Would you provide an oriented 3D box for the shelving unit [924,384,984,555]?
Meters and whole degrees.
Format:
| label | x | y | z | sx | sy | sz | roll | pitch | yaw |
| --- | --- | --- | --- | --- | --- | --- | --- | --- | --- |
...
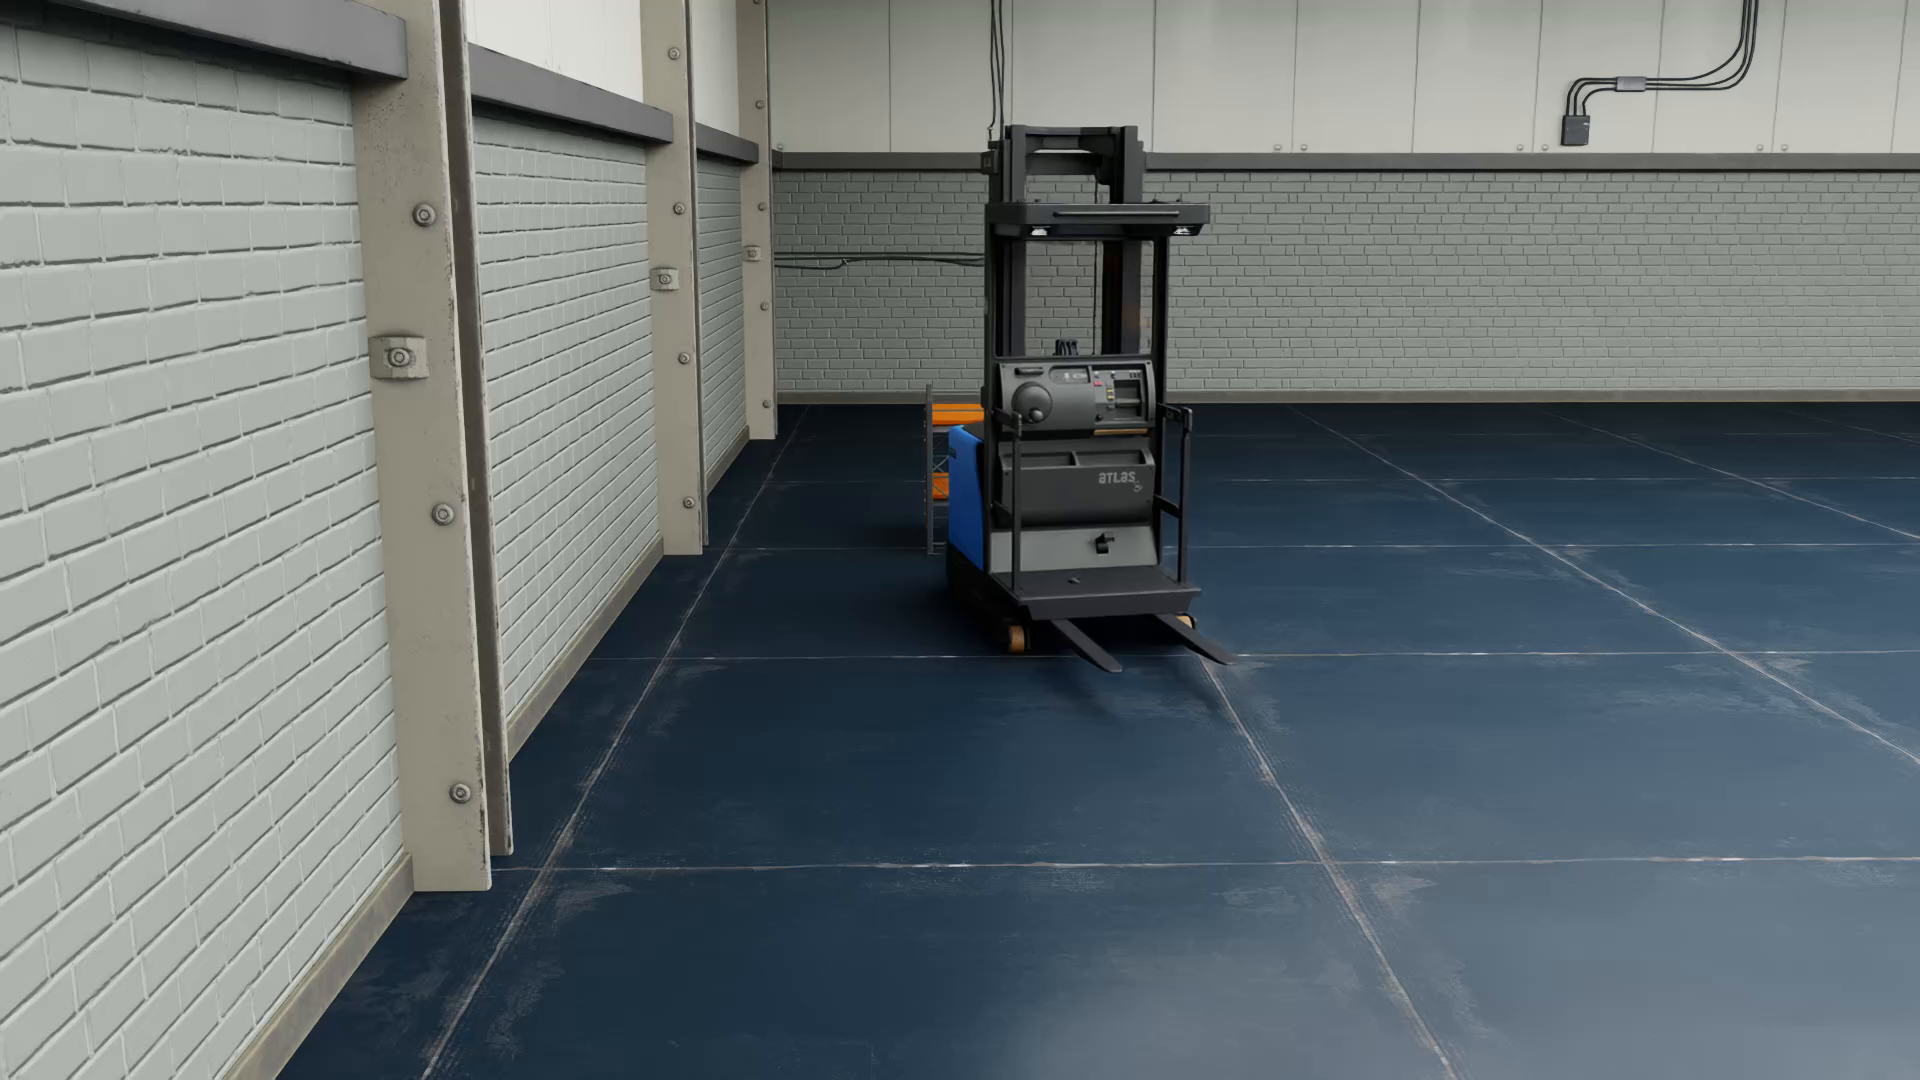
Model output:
| label | x | y | z | sx | sy | sz | roll | pitch | yaw |
| --- | --- | --- | --- | --- | --- | --- | --- | --- | --- |
| shelving unit | 0.000 | -0.550 | 12.441 | 0.538 | 1.125 | 1.048 | 0 | 11 | -1 |

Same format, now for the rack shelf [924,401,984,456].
| label | x | y | z | sx | sy | sz | roll | pitch | yaw |
| --- | --- | --- | --- | --- | --- | --- | --- | --- | --- |
| rack shelf | 0.000 | -0.837 | 12.382 | 0.538 | 0.278 | 1.000 | 0 | 11 | -1 |

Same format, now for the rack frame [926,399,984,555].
| label | x | y | z | sx | sy | sz | roll | pitch | yaw |
| --- | --- | --- | --- | --- | --- | --- | --- | --- | --- |
| rack frame | 0.011 | -0.449 | 11.943 | 0.500 | 1.125 | 0.032 | 0 | 11 | -1 |

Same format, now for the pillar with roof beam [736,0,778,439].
| label | x | y | z | sx | sy | sz | roll | pitch | yaw |
| --- | --- | --- | --- | --- | --- | --- | --- | --- | --- |
| pillar with roof beam | 2.149 | -5.554 | 17.301 | 9.100 | 9.000 | 0.400 | 0 | 11 | -1 |

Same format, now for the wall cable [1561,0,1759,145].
| label | x | y | z | sx | sy | sz | roll | pitch | yaw |
| --- | --- | --- | --- | --- | --- | --- | --- | --- | --- |
| wall cable | 8.598 | -7.830 | 19.966 | 2.305 | 6.003 | 0.169 | 0 | 11 | -1 |

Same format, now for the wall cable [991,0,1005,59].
| label | x | y | z | sx | sy | sz | roll | pitch | yaw |
| --- | --- | --- | --- | --- | --- | --- | --- | --- | --- |
| wall cable | 1.811 | -7.091 | 19.988 | 3.097 | 2.526 | 0.112 | 0 | 11 | -1 |

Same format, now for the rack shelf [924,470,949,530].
| label | x | y | z | sx | sy | sz | roll | pitch | yaw |
| --- | --- | --- | --- | --- | --- | --- | --- | --- | --- |
| rack shelf | 0.000 | -0.310 | 12.489 | 0.538 | 0.278 | 1.000 | 0 | 11 | -1 |

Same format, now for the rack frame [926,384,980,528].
| label | x | y | z | sx | sy | sz | roll | pitch | yaw |
| --- | --- | --- | --- | --- | --- | --- | --- | --- | --- |
| rack frame | -0.010 | -0.651 | 12.939 | 0.500 | 1.125 | 0.032 | 0 | 11 | -1 |

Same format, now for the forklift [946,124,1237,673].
| label | x | y | z | sx | sy | sz | roll | pitch | yaw |
| --- | --- | --- | --- | --- | --- | --- | --- | --- | --- |
| forklift | 0.735 | -0.874 | 9.496 | 1.130 | 2.935 | 3.031 | -3 | 12 | -13 |

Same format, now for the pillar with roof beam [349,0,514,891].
| label | x | y | z | sx | sy | sz | roll | pitch | yaw |
| --- | --- | --- | --- | --- | --- | --- | --- | --- | --- |
| pillar with roof beam | 2.397 | -3.168 | 5.543 | 9.100 | 9.000 | 0.400 | 0 | 11 | -1 |

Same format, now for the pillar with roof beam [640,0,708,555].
| label | x | y | z | sx | sy | sz | roll | pitch | yaw |
| --- | --- | --- | --- | --- | --- | --- | --- | --- | --- |
| pillar with roof beam | 2.273 | -4.361 | 11.422 | 9.100 | 9.000 | 0.400 | 0 | 11 | -1 |

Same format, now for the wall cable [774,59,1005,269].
| label | x | y | z | sx | sy | sz | roll | pitch | yaw |
| --- | --- | --- | --- | --- | --- | --- | --- | --- | --- |
| wall cable | -0.894 | -4.605 | 20.436 | 3.097 | 2.526 | 0.112 | 0 | 11 | -1 |
